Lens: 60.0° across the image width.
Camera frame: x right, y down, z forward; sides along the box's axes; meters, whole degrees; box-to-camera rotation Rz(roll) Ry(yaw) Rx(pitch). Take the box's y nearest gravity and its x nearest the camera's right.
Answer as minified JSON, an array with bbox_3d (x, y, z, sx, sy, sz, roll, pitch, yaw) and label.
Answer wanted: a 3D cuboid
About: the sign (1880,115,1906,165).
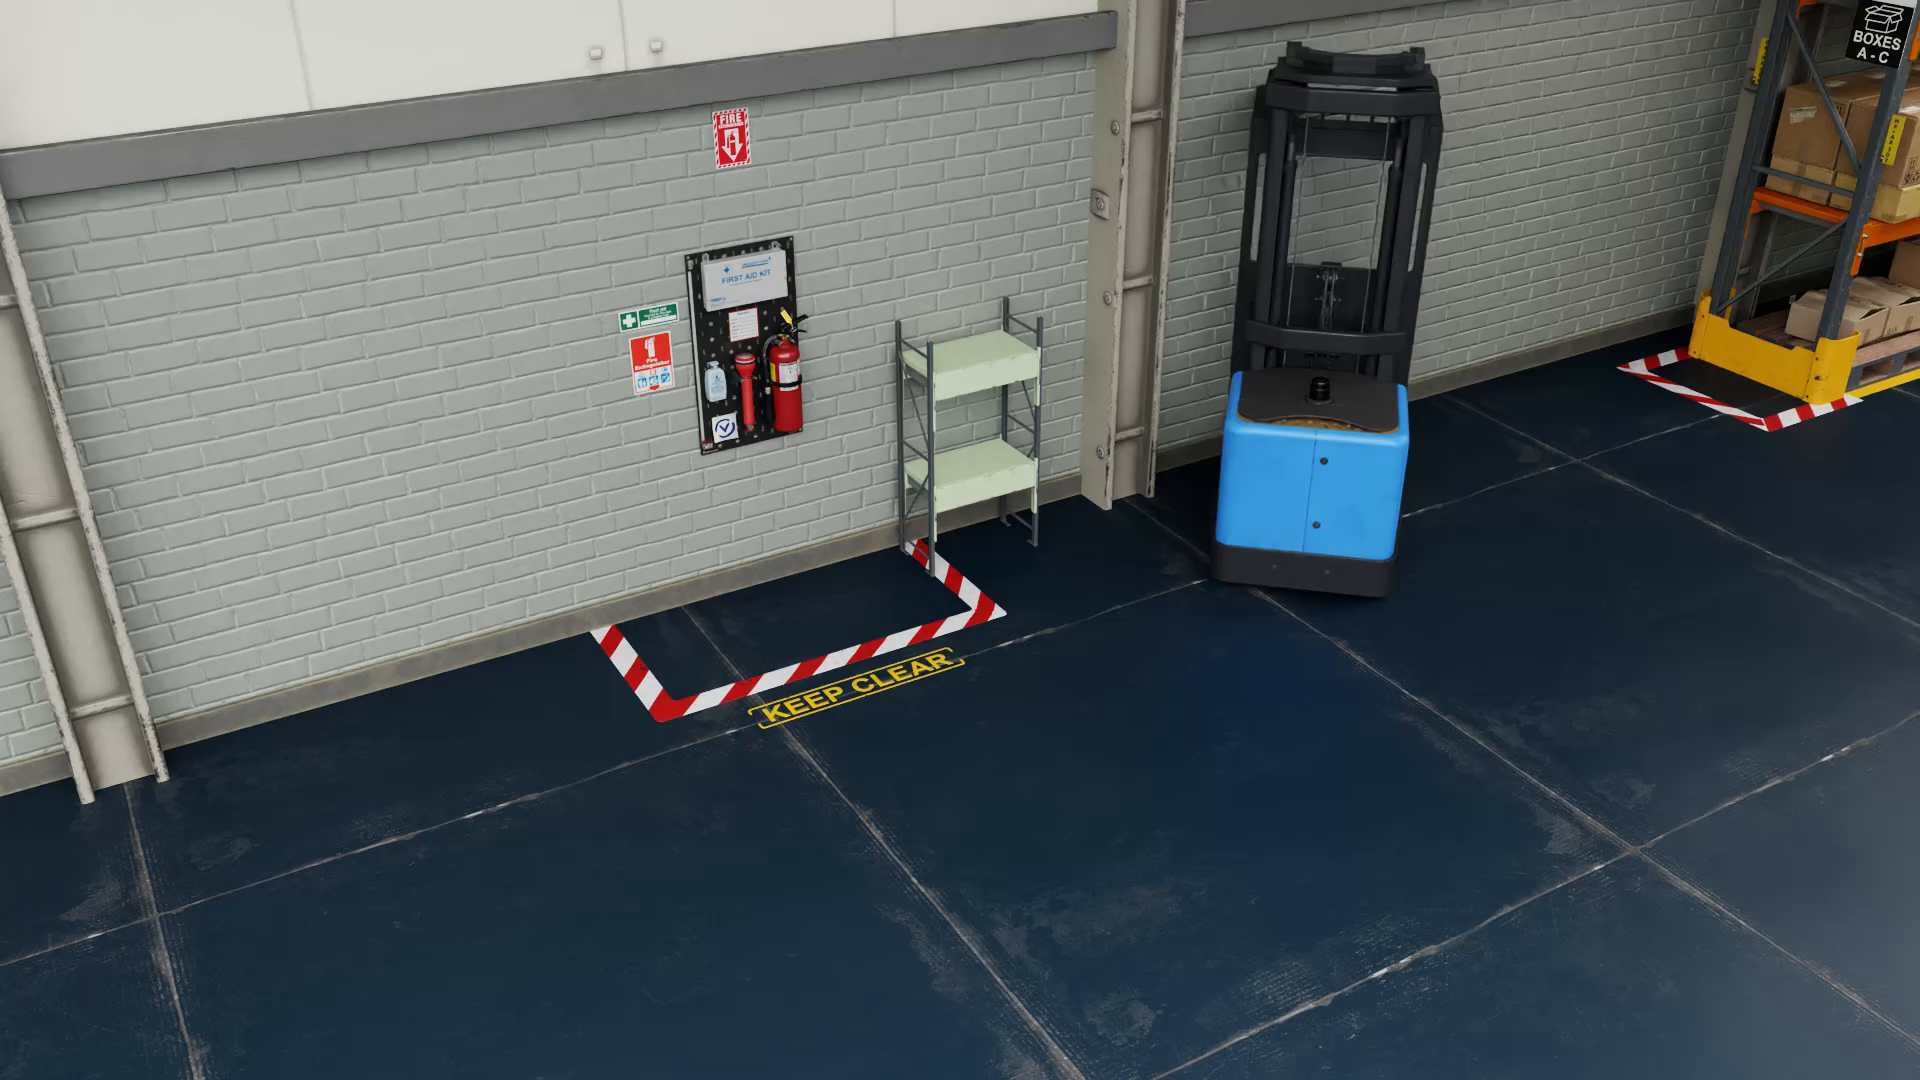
[{"bbox_3d":[6.308,-2.706,11.252,0.005,0.325,0.100,-16,33,-26],"label":"sign"}]

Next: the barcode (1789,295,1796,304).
[{"bbox_3d":[6.488,-1.876,12.960,0.075,0.075,0.001,-16,33,-26],"label":"barcode"}]

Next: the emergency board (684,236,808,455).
[{"bbox_3d":[-1.124,-1.027,9.105,0.643,1.169,0.194,-16,33,-26],"label":"emergency board"}]

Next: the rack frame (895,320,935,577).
[{"bbox_3d":[-0.261,-0.519,9.735,0.023,1.500,0.400,-16,33,-27],"label":"rack frame"}]

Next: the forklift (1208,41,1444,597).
[{"bbox_3d":[2.282,-1.648,10.301,1.130,2.935,3.031,6,29,10],"label":"forklift"}]

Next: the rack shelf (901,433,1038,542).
[{"bbox_3d":[0.053,-0.324,10.058,0.720,0.370,0.431,-16,33,-27],"label":"rack shelf"}]

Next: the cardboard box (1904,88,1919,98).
[{"bbox_3d":[7.028,-2.933,11.917,0.500,0.500,0.500,-16,33,-26],"label":"cardboard box"}]

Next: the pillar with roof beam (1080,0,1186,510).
[{"bbox_3d":[3.207,-2.449,5.473,0.400,9.000,9.100,-16,33,-26],"label":"pillar with roof beam"}]

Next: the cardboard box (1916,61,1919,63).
[{"bbox_3d":[7.649,-3.399,12.762,0.500,0.500,0.500,-15,32,-26],"label":"cardboard box"}]

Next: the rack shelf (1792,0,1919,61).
[{"bbox_3d":[7.758,-4.041,12.206,4.000,0.370,1.077,-16,33,-26],"label":"rack shelf"}]

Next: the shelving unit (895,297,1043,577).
[{"bbox_3d":[0.053,-0.609,9.900,0.755,1.500,0.431,-16,33,-27],"label":"shelving unit"}]

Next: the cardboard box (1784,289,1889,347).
[{"bbox_3d":[6.675,-1.701,12.653,0.500,0.311,0.500,-20,35,-32],"label":"cardboard box"}]

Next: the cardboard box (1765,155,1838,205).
[{"bbox_3d":[6.338,-2.692,12.255,0.500,0.250,0.500,-15,32,-26],"label":"cardboard box"}]

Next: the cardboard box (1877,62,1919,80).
[{"bbox_3d":[7.215,-3.276,12.538,0.500,0.500,0.500,-17,33,-28],"label":"cardboard box"}]

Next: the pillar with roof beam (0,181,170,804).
[{"bbox_3d":[-1.966,-0.981,2.812,0.400,9.000,9.100,-16,33,-26],"label":"pillar with roof beam"}]

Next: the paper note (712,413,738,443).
[{"bbox_3d":[-1.312,-0.627,9.292,0.142,0.148,0.016,-16,33,-26],"label":"paper note"}]

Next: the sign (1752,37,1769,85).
[{"bbox_3d":[5.769,-3.435,11.942,0.005,0.325,0.100,-16,33,-26],"label":"sign"}]

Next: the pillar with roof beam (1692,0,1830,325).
[{"bbox_3d":[8.380,-3.918,8.135,0.400,9.000,9.100,-16,33,-26],"label":"pillar with roof beam"}]

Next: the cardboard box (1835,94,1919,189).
[{"bbox_3d":[6.597,-2.816,11.705,0.500,0.500,0.500,-16,33,-26],"label":"cardboard box"}]

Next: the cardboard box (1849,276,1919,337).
[{"bbox_3d":[7.167,-1.840,12.905,0.500,0.311,0.500,-13,31,-22],"label":"cardboard box"}]

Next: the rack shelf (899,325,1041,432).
[{"bbox_3d":[0.053,-0.951,9.712,0.720,0.370,0.431,-16,33,-27],"label":"rack shelf"}]

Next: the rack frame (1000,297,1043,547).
[{"bbox_3d":[0.367,-0.700,10.065,0.023,1.500,0.400,-16,33,-27],"label":"rack frame"}]

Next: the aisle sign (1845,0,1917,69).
[{"bbox_3d":[6.123,-3.549,10.984,0.004,0.787,0.394,-16,33,-26],"label":"aisle sign"}]

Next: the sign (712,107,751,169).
[{"bbox_3d":[-1.182,-2.082,8.617,0.199,0.298,0.001,-16,33,-26],"label":"sign"}]

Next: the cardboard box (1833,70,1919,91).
[{"bbox_3d":[6.771,-3.148,12.306,0.500,0.500,0.500,-15,32,-26],"label":"cardboard box"}]

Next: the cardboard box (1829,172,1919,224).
[{"bbox_3d":[6.615,-2.484,11.878,0.500,0.250,0.500,-17,33,-28],"label":"cardboard box"}]

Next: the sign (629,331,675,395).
[{"bbox_3d":[-1.653,-0.950,8.929,0.234,0.329,0.001,-16,33,-26],"label":"sign"}]

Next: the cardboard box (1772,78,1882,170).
[{"bbox_3d":[6.332,-3.029,12.090,0.500,0.500,0.500,-16,33,-27],"label":"cardboard box"}]

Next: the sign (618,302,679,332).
[{"bbox_3d":[-1.645,-1.180,8.796,0.331,0.109,0.001,-16,33,-26],"label":"sign"}]

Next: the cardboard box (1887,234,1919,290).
[{"bbox_3d":[7.825,-2.082,13.147,0.500,0.500,0.700,-18,34,-29],"label":"cardboard box"}]

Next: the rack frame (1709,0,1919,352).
[{"bbox_3d":[6.033,-2.553,11.870,0.127,3.000,1.000,-16,33,-26],"label":"rack frame"}]

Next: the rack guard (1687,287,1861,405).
[{"bbox_3d":[6.099,-1.477,12.508,0.348,0.500,1.175,-16,33,-26],"label":"rack guard"}]

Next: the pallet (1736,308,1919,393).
[{"bbox_3d":[6.817,-1.535,12.911,1.213,0.211,1.003,-16,33,-26],"label":"pallet"}]

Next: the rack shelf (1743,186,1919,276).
[{"bbox_3d":[7.758,-2.728,12.931,4.000,0.370,1.077,-16,33,-26],"label":"rack shelf"}]
